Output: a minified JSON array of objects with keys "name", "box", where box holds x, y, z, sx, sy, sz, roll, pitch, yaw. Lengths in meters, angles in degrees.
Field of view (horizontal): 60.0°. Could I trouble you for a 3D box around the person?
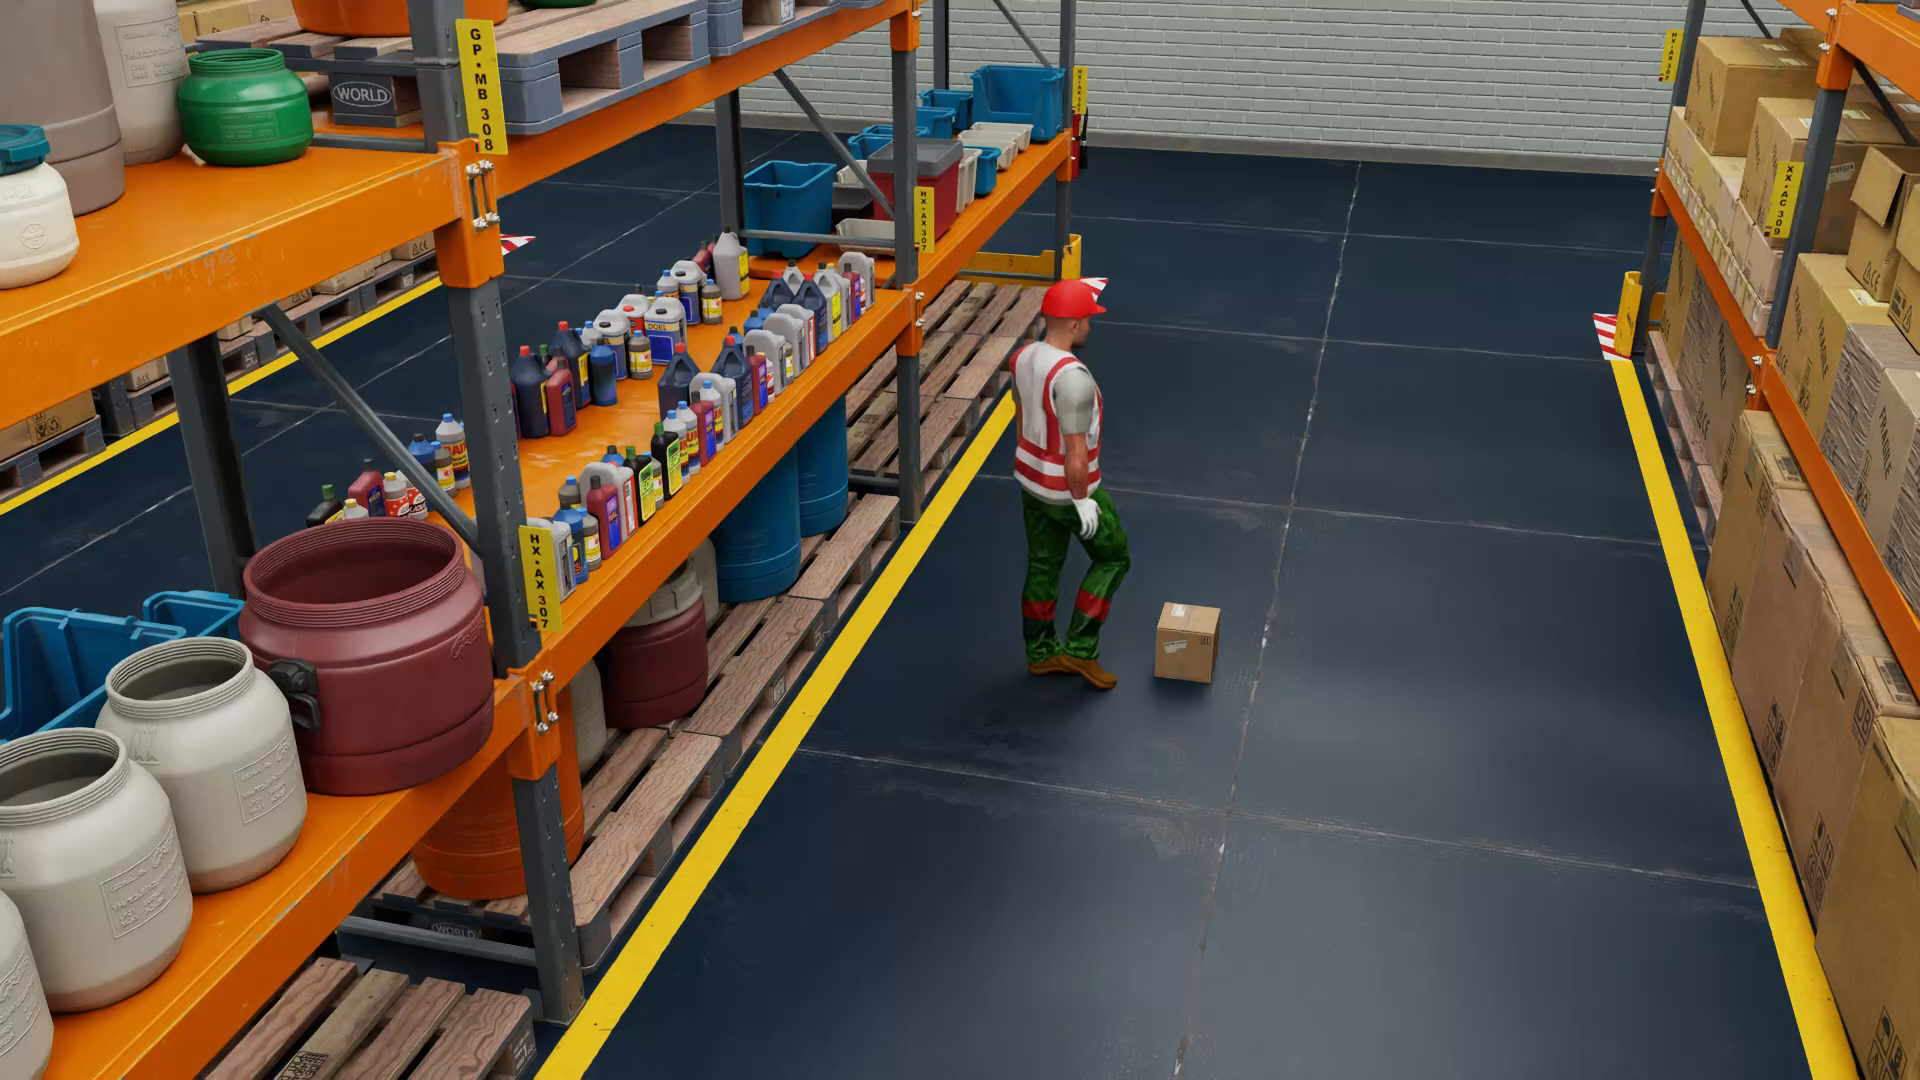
[{"name":"person","box":[0.460,-0.232,7.075,0.438,1.806,0.568,-14,29,-28]}]
